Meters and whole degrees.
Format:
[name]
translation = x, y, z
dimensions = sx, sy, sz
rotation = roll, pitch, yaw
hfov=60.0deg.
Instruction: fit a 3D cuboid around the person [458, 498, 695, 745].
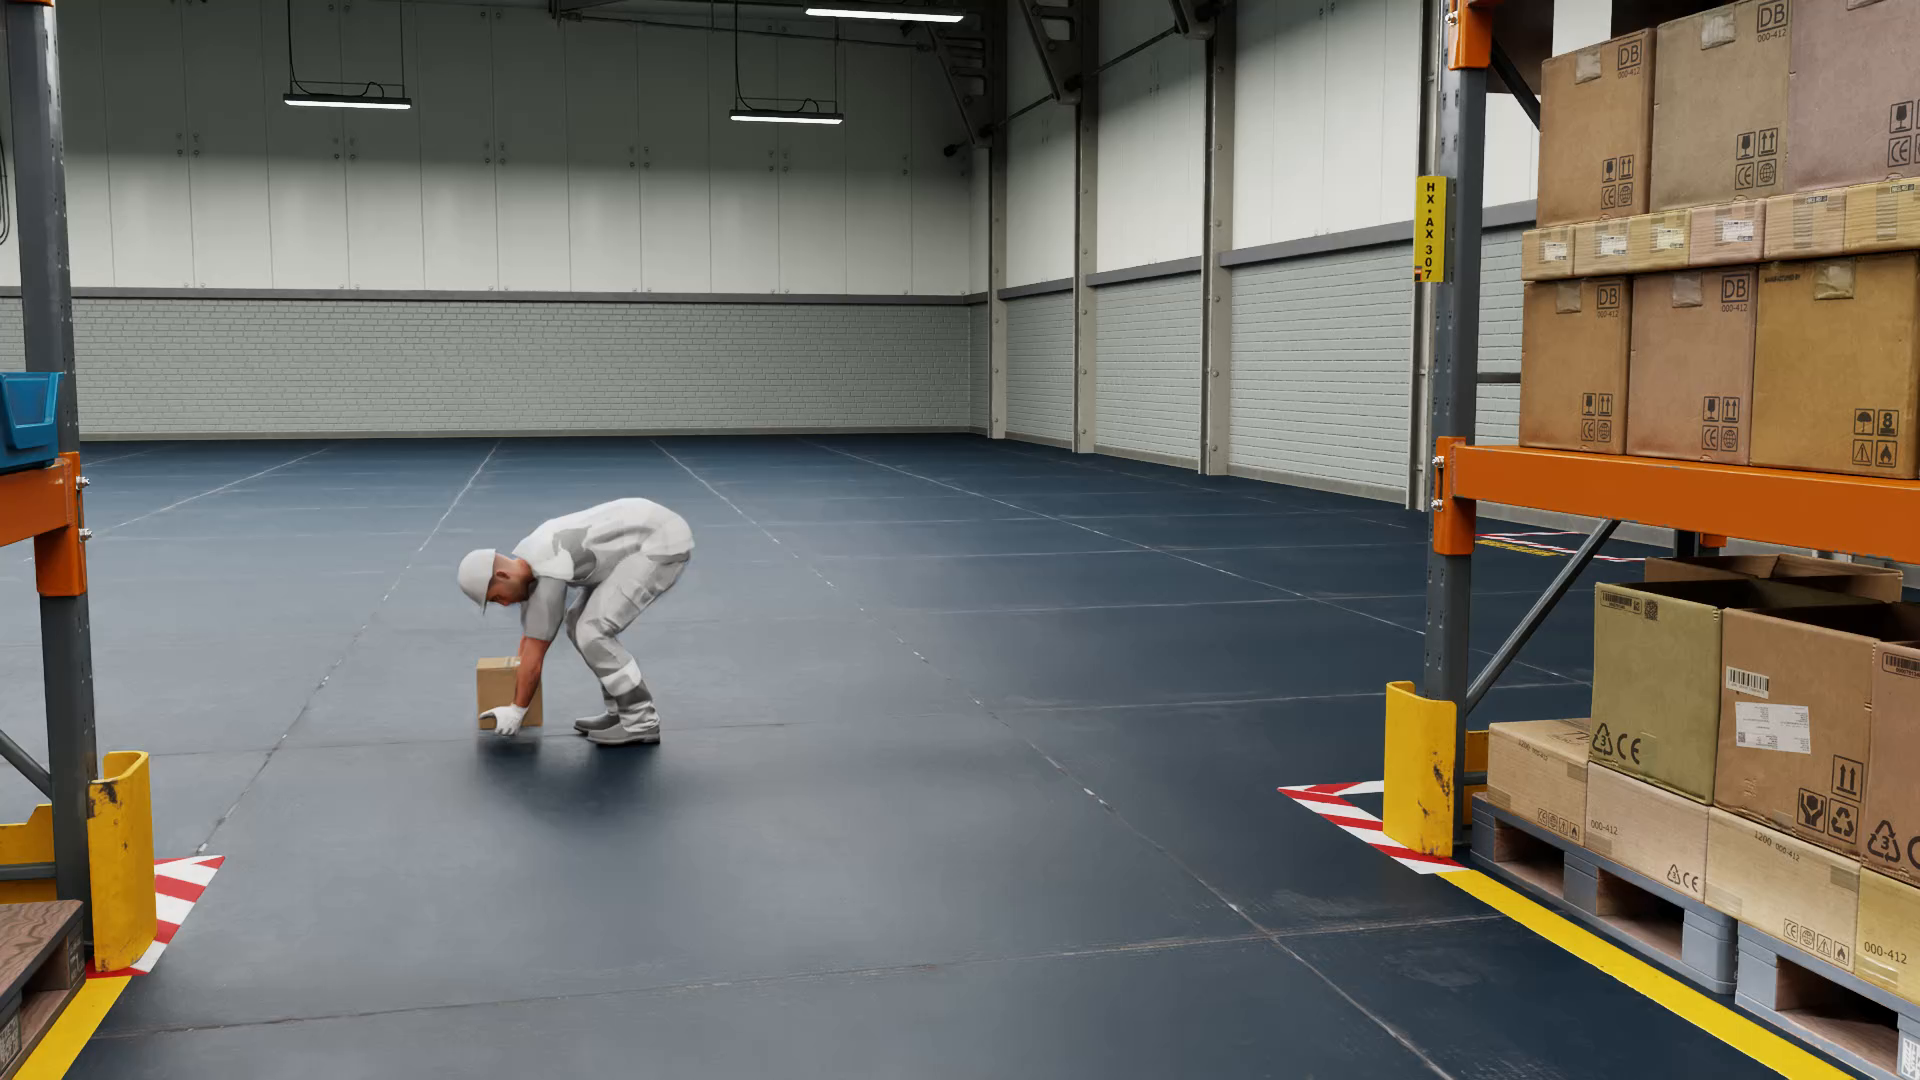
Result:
[person]
translation = -1.571, 0.334, 6.861
dimensions = 0.950, 0.997, 0.524
rotation = -2, 6, -17
